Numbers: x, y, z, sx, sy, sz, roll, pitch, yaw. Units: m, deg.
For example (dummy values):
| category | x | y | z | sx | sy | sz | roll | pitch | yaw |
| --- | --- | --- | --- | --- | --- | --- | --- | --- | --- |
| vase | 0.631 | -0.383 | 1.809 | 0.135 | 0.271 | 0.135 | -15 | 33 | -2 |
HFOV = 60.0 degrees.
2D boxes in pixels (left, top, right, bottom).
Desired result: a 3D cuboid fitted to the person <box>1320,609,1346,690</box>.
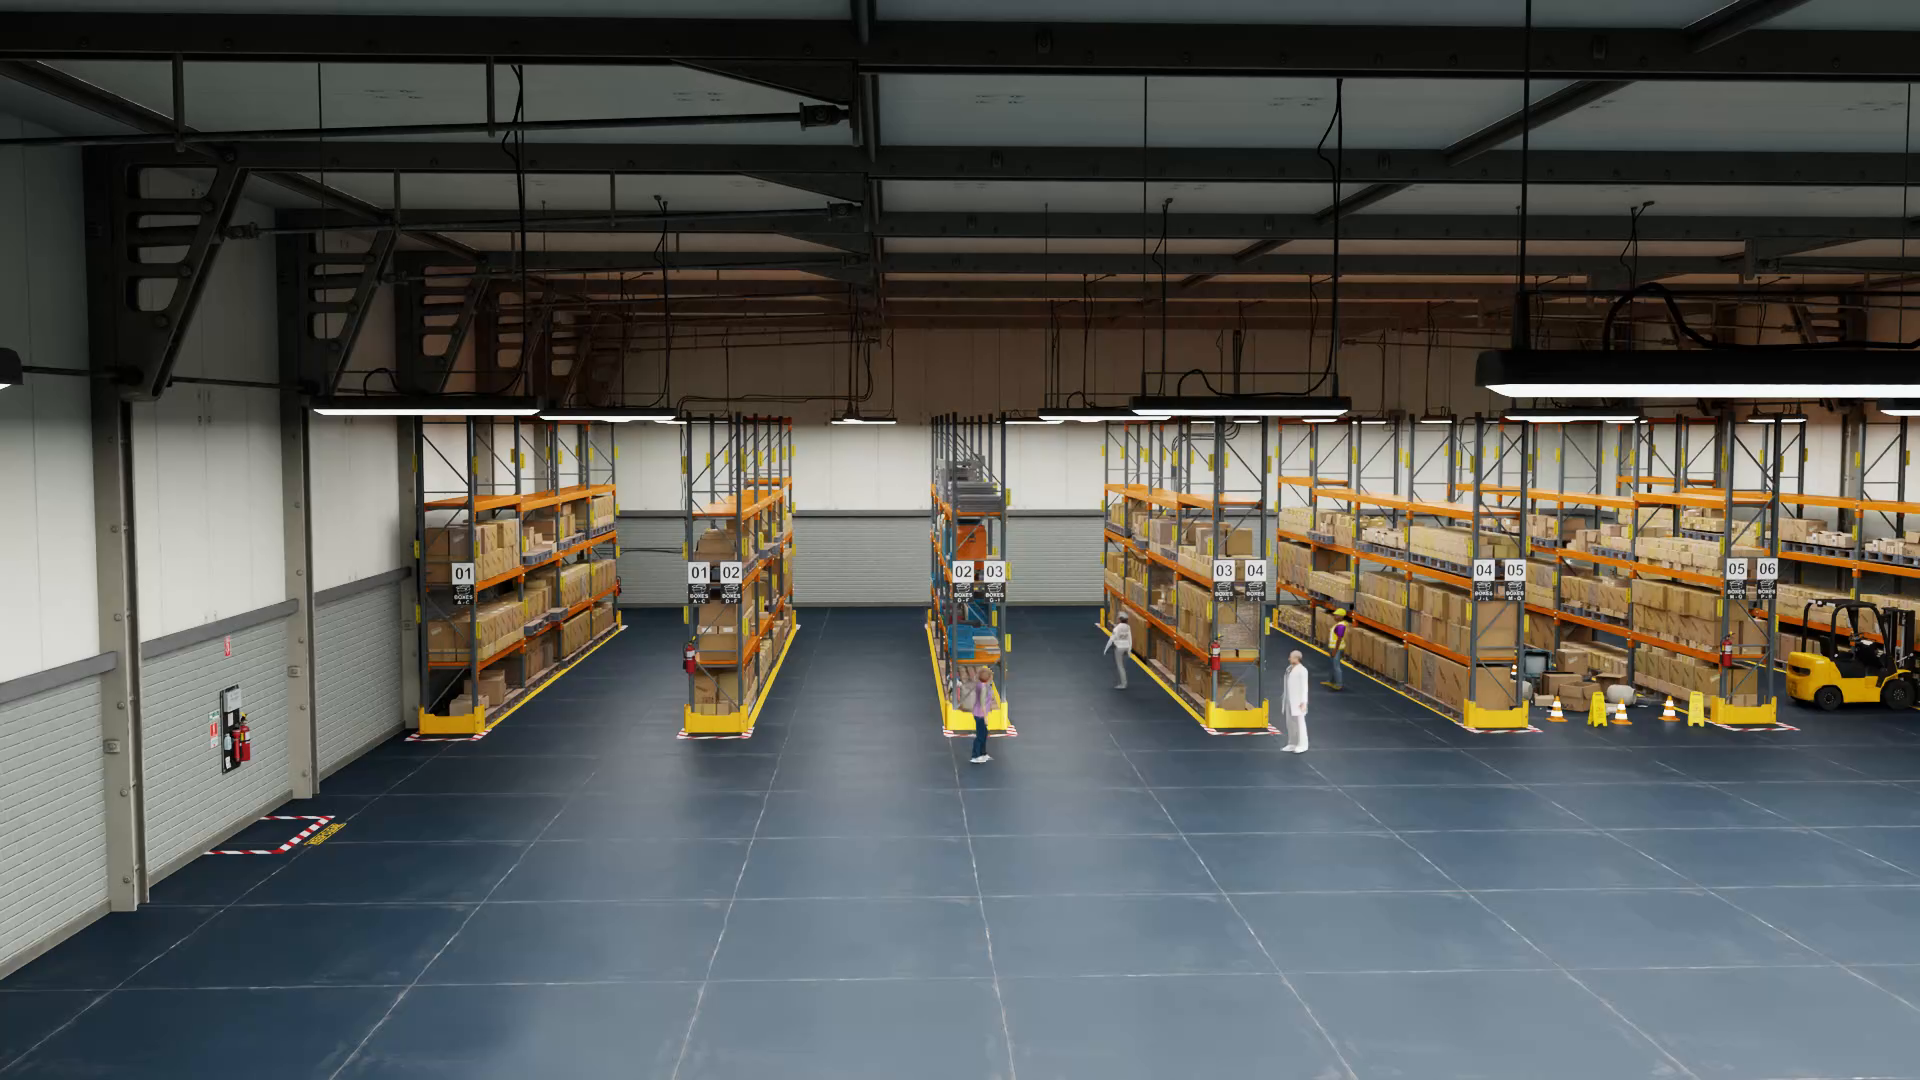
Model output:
| category | x | y | z | sx | sy | sz | roll | pitch | yaw |
| --- | --- | --- | --- | --- | --- | --- | --- | --- | --- |
| person | 8.173 | 2.370 | 36.460 | 0.655 | 1.761 | 0.577 | 2 | 5 | 31 |

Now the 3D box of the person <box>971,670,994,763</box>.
| category | x | y | z | sx | sy | sz | roll | pitch | yaw |
| --- | --- | --- | --- | --- | --- | --- | --- | --- | --- |
| person | 0.393 | 3.014 | 28.372 | 0.418 | 1.606 | 0.498 | 0 | 4 | -7 |

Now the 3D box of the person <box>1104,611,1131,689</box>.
| category | x | y | z | sx | sy | sz | roll | pitch | yaw |
| --- | --- | --- | --- | --- | --- | --- | --- | --- | --- |
| person | 3.481 | 2.429 | 36.313 | 0.560 | 1.745 | 0.519 | -4 | 5 | -43 |

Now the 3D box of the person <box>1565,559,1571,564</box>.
| category | x | y | z | sx | sy | sz | roll | pitch | yaw |
| --- | --- | --- | --- | --- | --- | --- | --- | --- | --- |
| person | 18.121 | 1.447 | 49.677 | 0.503 | 1.761 | 0.539 | 0 | 4 | -7 |

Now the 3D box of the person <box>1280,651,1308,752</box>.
| category | x | y | z | sx | sy | sz | roll | pitch | yaw |
| --- | --- | --- | --- | --- | --- | --- | --- | --- | --- |
| person | 5.916 | 2.852 | 29.276 | 0.436 | 1.820 | 0.716 | -2 | 4 | -25 |
